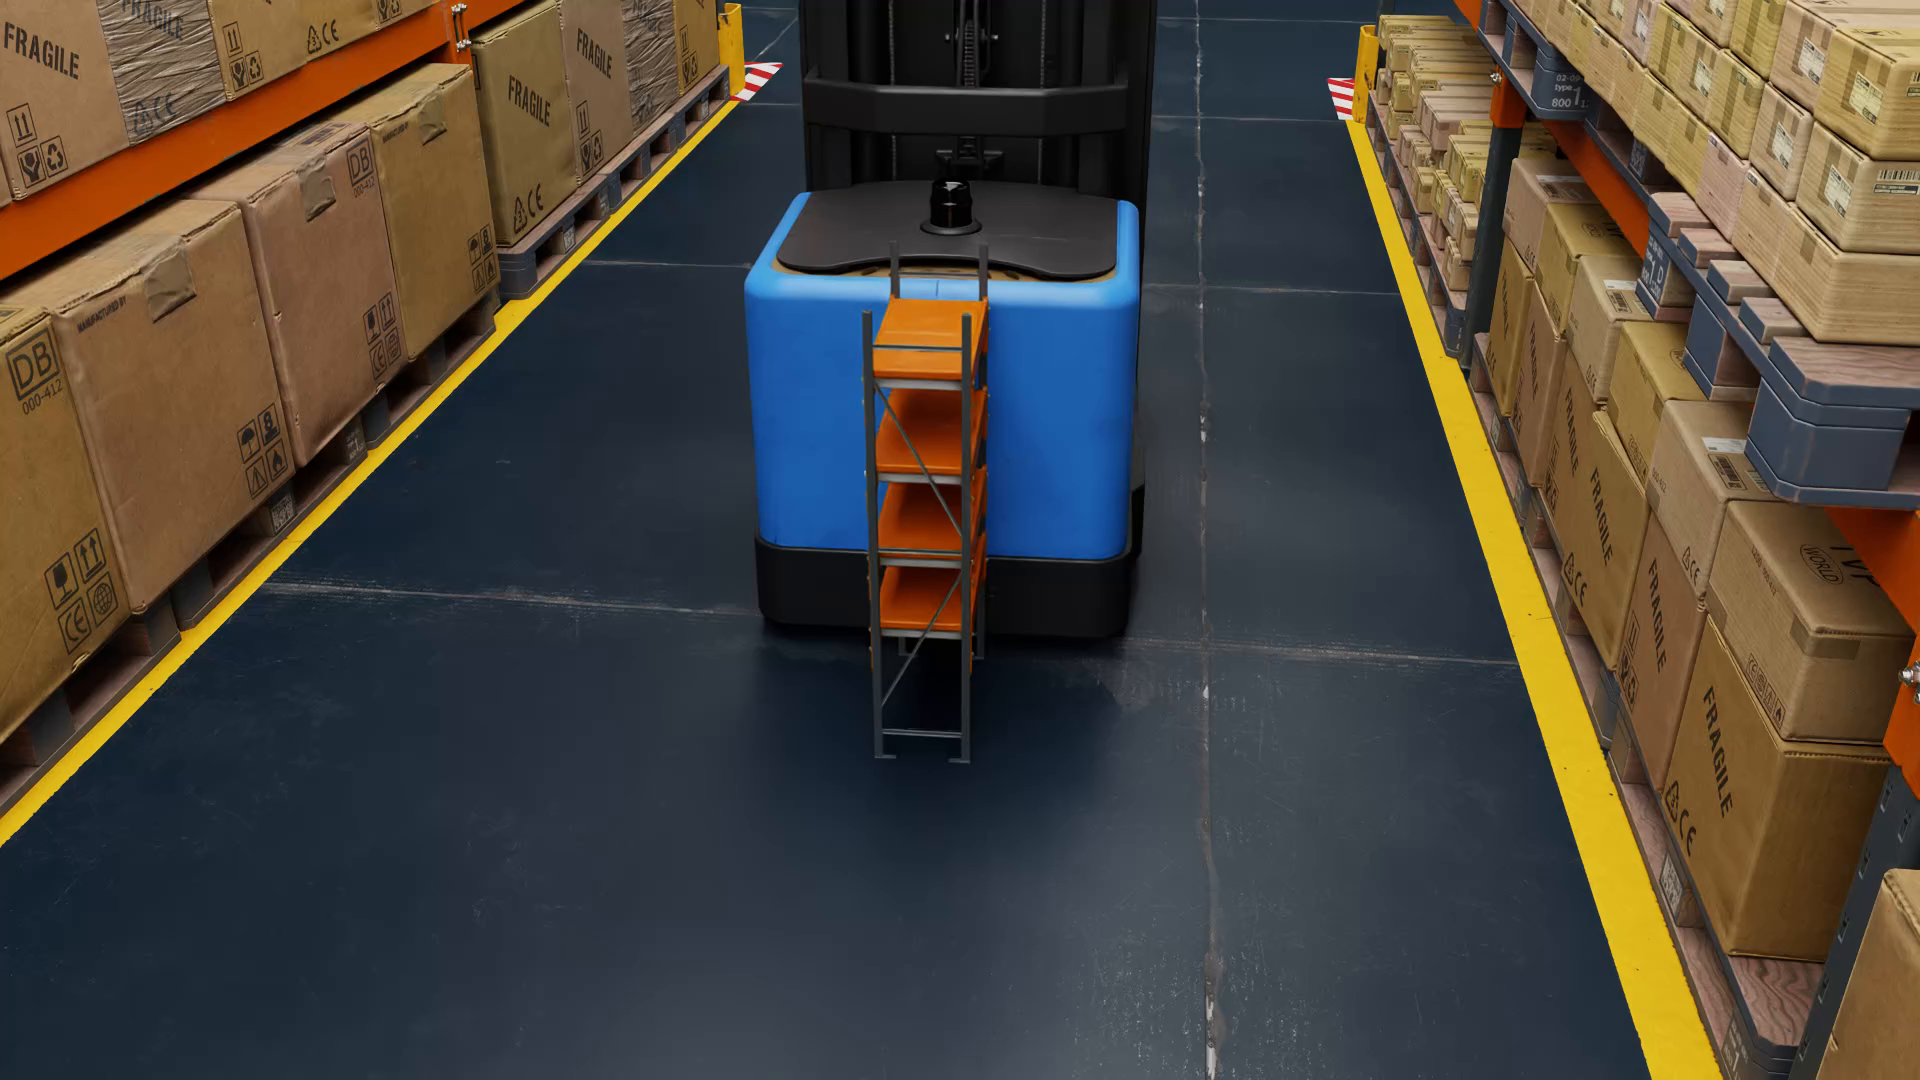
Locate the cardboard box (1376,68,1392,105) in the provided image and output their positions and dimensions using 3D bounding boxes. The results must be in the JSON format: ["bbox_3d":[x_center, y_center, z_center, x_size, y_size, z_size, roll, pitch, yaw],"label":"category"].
[{"bbox_3d":[2.560,-2.560,9.401,0.380,0.149,0.250,4,29,7],"label":"cardboard box"}]

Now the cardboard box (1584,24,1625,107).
[{"bbox_3d":[1.759,-1.157,4.057,0.380,0.149,0.250,2,28,4],"label":"cardboard box"}]

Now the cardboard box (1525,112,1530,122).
[{"bbox_3d":[3.048,-2.164,8.354,0.380,0.149,0.250,4,29,7],"label":"cardboard box"}]

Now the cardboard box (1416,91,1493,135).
[{"bbox_3d":[2.324,-1.967,7.675,0.380,0.149,0.250,2,28,4],"label":"cardboard box"}]

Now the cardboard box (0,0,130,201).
[{"bbox_3d":[-2.498,-1.169,4.152,0.500,0.500,0.500,3,28,5],"label":"cardboard box"}]

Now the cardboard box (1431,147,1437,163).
[{"bbox_3d":[2.404,-1.816,7.708,0.380,0.149,0.250,2,28,4],"label":"cardboard box"}]

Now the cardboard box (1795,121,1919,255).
[{"bbox_3d":[1.571,-0.556,2.628,0.380,0.149,0.250,4,29,7],"label":"cardboard box"}]

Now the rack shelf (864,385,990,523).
[{"bbox_3d":[-0.073,-0.223,4.069,0.258,0.148,0.480,2,28,5],"label":"rack shelf"}]

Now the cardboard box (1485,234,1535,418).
[{"bbox_3d":[2.098,-0.727,5.629,0.500,0.500,0.500,4,29,8],"label":"cardboard box"}]

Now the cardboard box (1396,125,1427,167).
[{"bbox_3d":[2.392,-1.963,8.293,0.380,0.149,0.250,2,28,4],"label":"cardboard box"}]

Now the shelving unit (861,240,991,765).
[{"bbox_3d":[-0.073,-0.085,4.143,0.258,1.200,0.503,2,28,5],"label":"shelving unit"}]

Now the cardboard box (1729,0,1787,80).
[{"bbox_3d":[1.632,-0.927,3.003,0.380,0.149,0.250,4,29,8],"label":"cardboard box"}]

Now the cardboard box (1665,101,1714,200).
[{"bbox_3d":[1.664,-0.780,3.358,0.380,0.149,0.250,3,28,6],"label":"cardboard box"}]

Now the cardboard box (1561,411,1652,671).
[{"bbox_3d":[1.899,0.005,4.272,0.500,0.500,0.500,2,28,4],"label":"cardboard box"}]

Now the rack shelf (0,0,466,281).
[{"bbox_3d":[-2.703,-1.053,4.800,1.077,0.370,4.000,3,28,6],"label":"rack shelf"}]

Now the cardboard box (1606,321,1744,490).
[{"bbox_3d":[1.915,-0.320,4.084,0.500,0.250,0.500,4,29,7],"label":"cardboard box"}]

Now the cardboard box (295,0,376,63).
[{"bbox_3d":[-2.312,-1.886,5.483,0.500,0.500,0.500,4,29,8],"label":"cardboard box"}]

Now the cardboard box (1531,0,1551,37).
[{"bbox_3d":[1.853,-1.524,4.739,0.380,0.149,0.250,4,29,7],"label":"cardboard box"}]

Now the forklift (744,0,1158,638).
[{"bbox_3d":[0.075,-1.689,5.294,1.130,2.935,3.031,2,28,5],"label":"forklift"}]

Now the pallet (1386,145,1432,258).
[{"bbox_3d":[2.646,-1.641,8.074,1.003,0.211,1.213,3,28,6],"label":"pallet"}]

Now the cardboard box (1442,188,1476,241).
[{"bbox_3d":[2.196,-1.331,6.806,0.380,0.149,0.250,2,28,4],"label":"cardboard box"}]

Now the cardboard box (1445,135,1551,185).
[{"bbox_3d":[2.253,-1.589,6.973,0.380,0.149,0.250,3,28,6],"label":"cardboard box"}]

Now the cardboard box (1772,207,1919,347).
[{"bbox_3d":[1.566,-0.425,2.699,0.380,0.149,0.250,4,29,7],"label":"cardboard box"}]

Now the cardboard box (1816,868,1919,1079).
[{"bbox_3d":[1.798,0.995,2.170,1.050,0.750,0.750,3,28,6],"label":"cardboard box"}]

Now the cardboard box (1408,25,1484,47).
[{"bbox_3d":[2.626,-2.686,9.009,0.380,0.149,0.250,4,29,7],"label":"cardboard box"}]

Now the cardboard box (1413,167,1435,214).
[{"bbox_3d":[2.289,-1.596,7.614,0.380,0.149,0.250,3,28,6],"label":"cardboard box"}]

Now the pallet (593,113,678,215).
[{"bbox_3d":[-2.140,-2.012,8.763,1.003,0.211,1.213,3,28,6],"label":"pallet"}]

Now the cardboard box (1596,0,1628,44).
[{"bbox_3d":[1.758,-1.285,3.981,0.380,0.149,0.250,3,28,5],"label":"cardboard box"}]

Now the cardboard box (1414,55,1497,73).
[{"bbox_3d":[2.477,-2.323,8.335,0.380,0.149,0.250,4,29,8],"label":"cardboard box"}]

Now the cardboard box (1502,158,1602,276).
[{"bbox_3d":[2.099,-1.057,5.451,0.500,0.250,0.500,2,28,4],"label":"cardboard box"}]

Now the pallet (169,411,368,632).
[{"bbox_3d":[-2.625,-0.140,5.287,1.003,0.211,1.213,3,28,6],"label":"pallet"}]

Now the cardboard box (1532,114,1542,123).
[{"bbox_3d":[2.848,-1.937,7.619,0.380,0.149,0.250,2,28,4],"label":"cardboard box"}]

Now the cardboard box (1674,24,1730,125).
[{"bbox_3d":[1.662,-0.924,3.311,0.380,0.149,0.250,3,29,6],"label":"cardboard box"}]

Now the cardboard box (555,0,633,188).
[{"bbox_3d":[-2.188,-2.290,8.135,0.875,0.875,0.875,3,28,6],"label":"cardboard box"}]

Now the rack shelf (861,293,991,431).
[{"bbox_3d":[-0.073,-0.431,3.957,0.258,0.148,0.480,2,28,5],"label":"rack shelf"}]

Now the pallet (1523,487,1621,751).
[{"bbox_3d":[2.211,0.195,4.665,1.003,0.211,1.213,3,28,6],"label":"pallet"}]

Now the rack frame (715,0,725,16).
[{"bbox_3d":[-1.968,-4.194,9.872,1.000,3.000,0.127,3,28,6],"label":"rack frame"}]

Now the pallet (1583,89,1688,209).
[{"bbox_3d":[2.164,-0.942,4.038,1.003,0.211,1.213,3,28,6],"label":"pallet"}]

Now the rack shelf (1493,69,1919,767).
[{"bbox_3d":[2.207,-0.717,4.176,1.077,0.370,4.000,3,28,6],"label":"rack shelf"}]

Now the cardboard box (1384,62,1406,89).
[{"bbox_3d":[2.534,-2.561,9.091,0.380,0.149,0.250,3,28,6],"label":"cardboard box"}]

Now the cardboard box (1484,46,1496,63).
[{"bbox_3d":[3.041,-2.671,8.980,0.380,0.149,0.250,4,29,7],"label":"cardboard box"}]

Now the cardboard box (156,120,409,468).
[{"bbox_3d":[-2.625,-0.837,5.439,1.225,0.875,0.875,2,28,4],"label":"cardboard box"}]

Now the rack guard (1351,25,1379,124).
[{"bbox_3d":[2.933,-2.722,9.775,1.175,0.500,0.348,3,28,6],"label":"rack guard"}]
